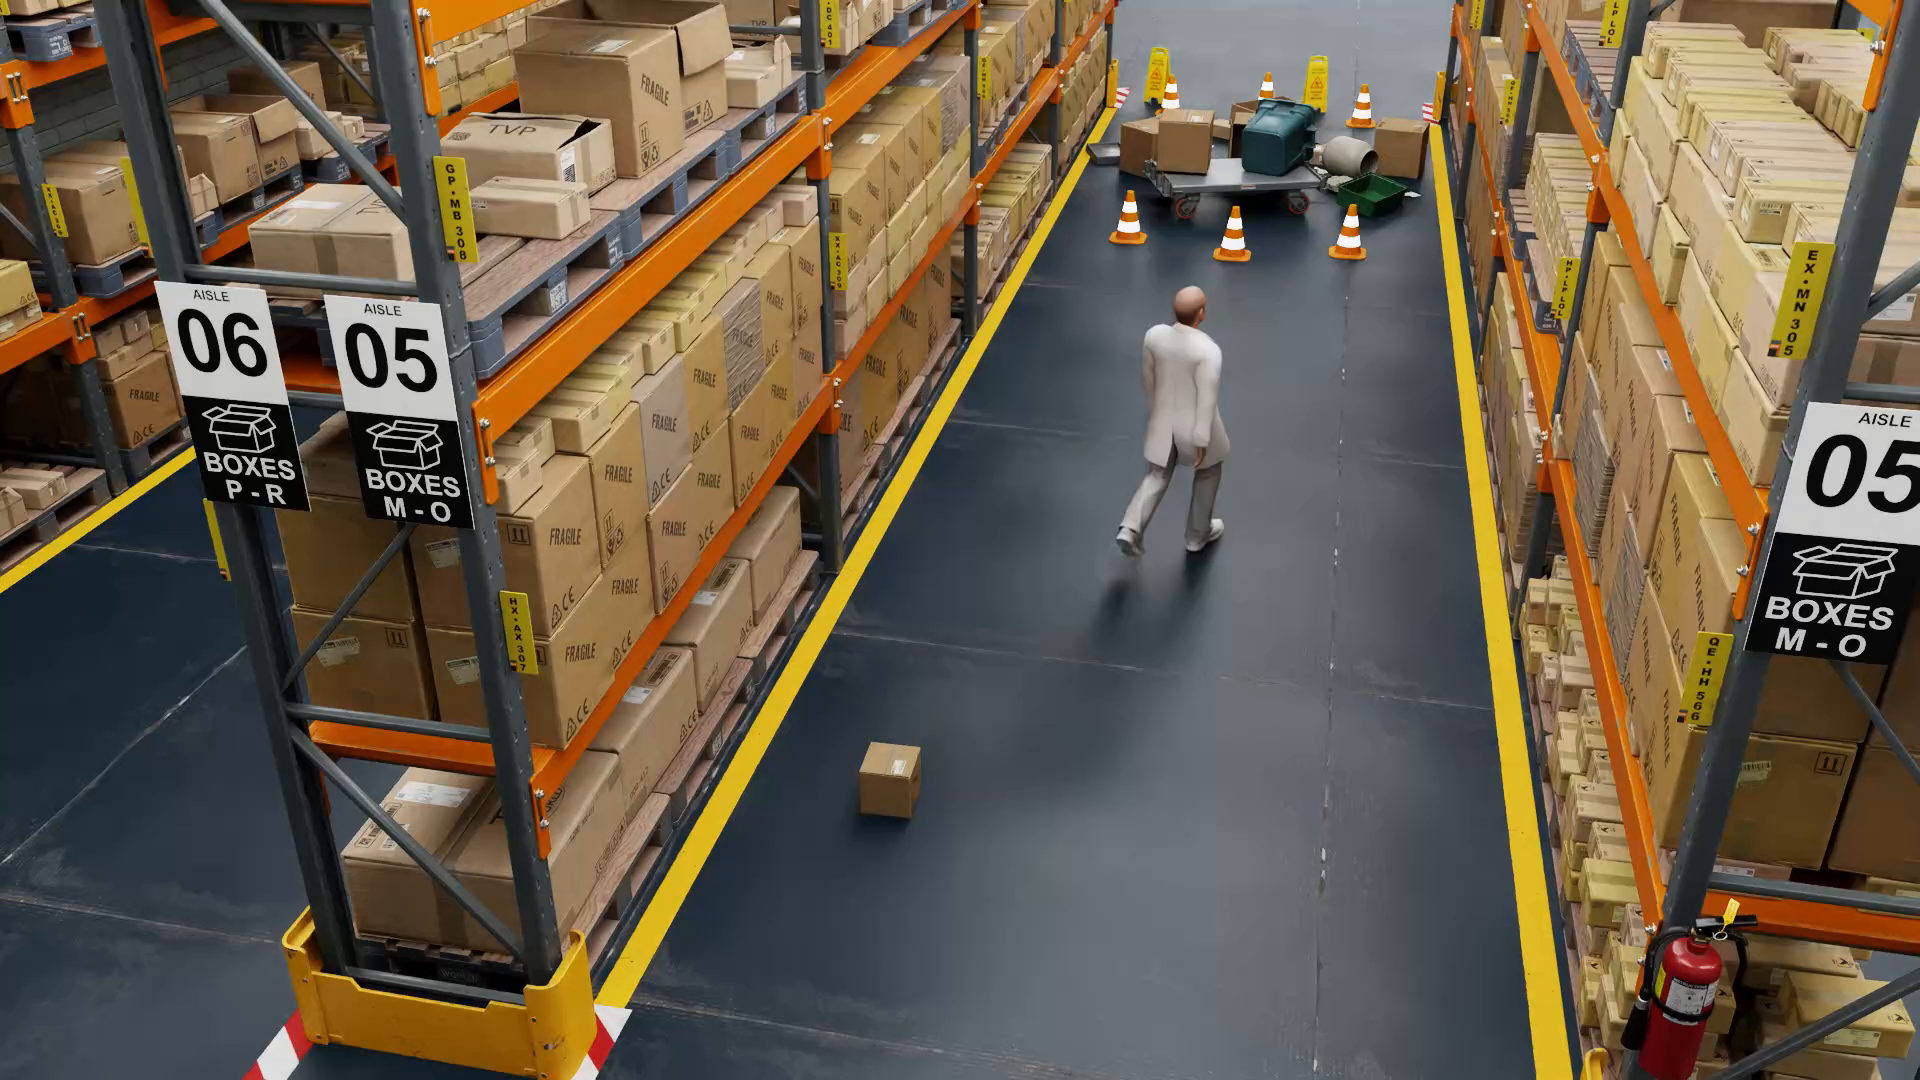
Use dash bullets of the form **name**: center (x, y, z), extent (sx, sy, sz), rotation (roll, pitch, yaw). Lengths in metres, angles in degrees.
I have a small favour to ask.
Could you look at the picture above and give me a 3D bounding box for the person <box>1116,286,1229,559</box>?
- **person**: center (1.288, -0.679, 9.878), extent (0.559, 1.739, 0.958), rotation (20, 34, 32)
